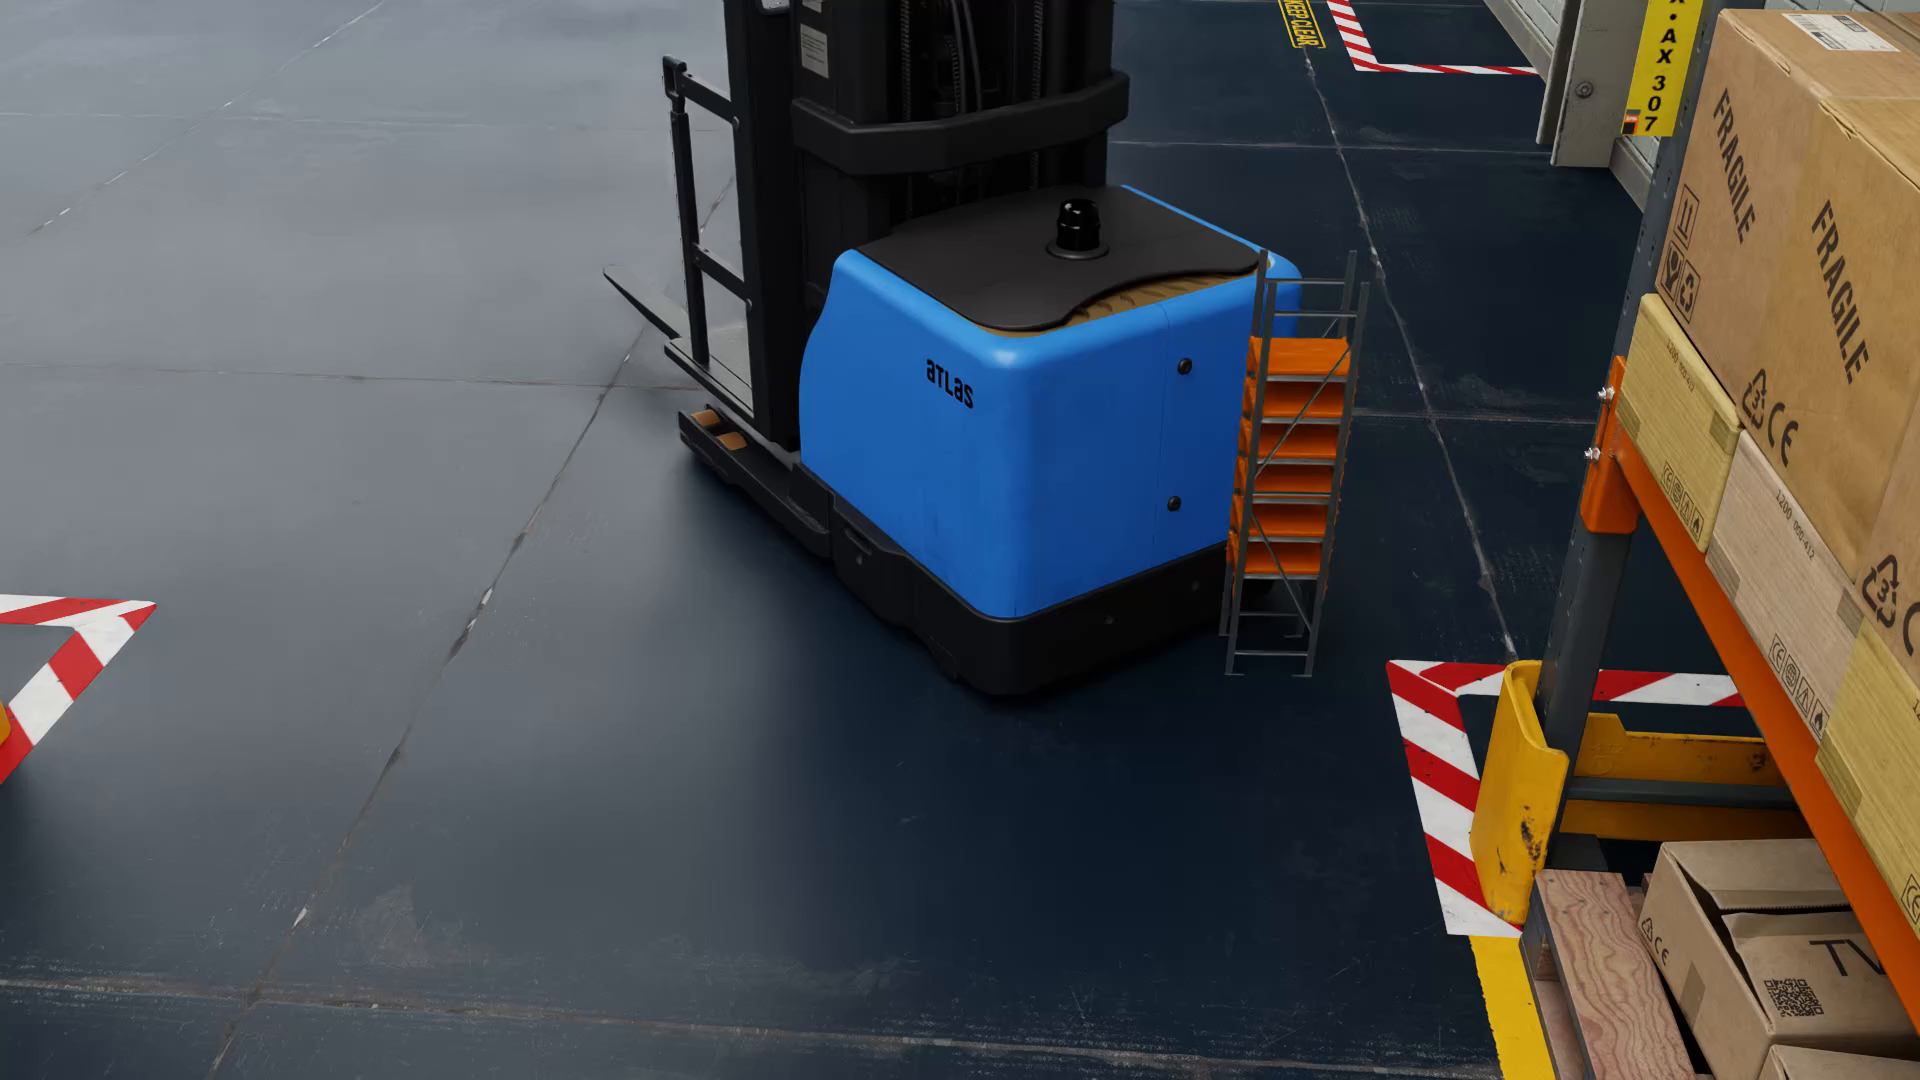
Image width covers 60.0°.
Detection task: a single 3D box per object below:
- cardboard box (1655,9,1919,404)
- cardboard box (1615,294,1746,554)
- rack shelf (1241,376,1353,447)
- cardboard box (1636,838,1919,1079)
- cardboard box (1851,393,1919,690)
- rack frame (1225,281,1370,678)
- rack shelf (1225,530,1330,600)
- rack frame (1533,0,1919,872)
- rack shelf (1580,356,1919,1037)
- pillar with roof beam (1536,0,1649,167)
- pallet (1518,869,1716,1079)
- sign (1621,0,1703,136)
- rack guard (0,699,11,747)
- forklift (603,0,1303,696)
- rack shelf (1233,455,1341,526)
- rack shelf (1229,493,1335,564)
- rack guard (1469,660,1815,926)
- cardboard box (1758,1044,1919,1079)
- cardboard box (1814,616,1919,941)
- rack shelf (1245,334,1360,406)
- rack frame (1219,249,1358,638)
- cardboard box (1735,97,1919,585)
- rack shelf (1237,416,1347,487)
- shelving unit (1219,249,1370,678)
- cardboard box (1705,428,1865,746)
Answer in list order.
[{"bbox_3d":[1.485,-0.528,2.657,0.500,0.500,0.500,2,32,4],"label":"cardboard box"},{"bbox_3d":[1.467,-0.204,2.846,0.500,0.250,0.500,2,32,3],"label":"cardboard box"},{"bbox_3d":[0.860,-0.330,4.263,0.258,0.103,0.180,1,34,2],"label":"rack shelf"},{"bbox_3d":[1.678,0.814,3.213,0.500,0.311,0.500,-1,32,-2],"label":"cardboard box"},{"bbox_3d":[1.387,0.000,1.800,0.500,0.500,0.500,1,32,2],"label":"cardboard box"},{"bbox_3d":[0.857,-0.117,4.297,0.240,1.200,0.006,1,34,2],"label":"rack frame"},{"bbox_3d":[0.861,0.068,4.531,0.258,0.103,0.180,1,34,2],"label":"rack shelf"},{"bbox_3d":[1.824,-0.501,3.204,1.000,3.000,0.127,2,32,4],"label":"rack frame"},{"bbox_3d":[1.661,0.851,1.695,1.077,0.370,4.000,2,32,4],"label":"rack shelf"},{"bbox_3d":[-1.173,-5.973,6.365,9.100,9.000,0.400,2,32,4],"label":"pillar with roof beam"},{"bbox_3d":[1.716,1.149,3.184,1.003,0.211,1.213,2,32,4],"label":"pallet"},{"bbox_3d":[1.283,-0.892,3.014,0.100,0.325,0.005,2,32,4],"label":"sign"},{"bbox_3d":[-3.112,0.341,4.220,1.175,0.500,0.348,2,32,4],"label":"rack guard"},{"bbox_3d":[-0.301,-1.564,4.994,1.130,2.935,3.031,-19,36,-28],"label":"forklift"},{"bbox_3d":[0.860,-0.131,4.397,0.258,0.103,0.180,1,34,2],"label":"rack shelf"},{"bbox_3d":[0.860,-0.032,4.464,0.258,0.103,0.180,1,34,2],"label":"rack shelf"},{"bbox_3d":[1.817,0.603,3.795,1.175,0.500,0.348,2,32,4],"label":"rack guard"},{"bbox_3d":[1.631,1.113,2.729,0.500,0.311,0.500,5,32,8],"label":"cardboard box"},{"bbox_3d":[1.392,0.334,1.972,0.500,0.250,0.500,2,32,3],"label":"cardboard box"},{"bbox_3d":[0.860,-0.430,4.196,0.258,0.103,0.180,1,34,2],"label":"rack shelf"},{"bbox_3d":[0.864,-0.219,4.448,0.240,1.200,0.006,1,34,2],"label":"rack frame"},{"bbox_3d":[1.435,-0.270,2.238,0.500,0.500,0.500,3,32,4],"label":"cardboard box"},{"bbox_3d":[0.860,-0.231,4.330,0.258,0.103,0.180,1,34,2],"label":"rack shelf"},{"bbox_3d":[0.860,-0.168,4.372,0.258,1.200,0.189,1,34,2],"label":"shelving unit"},{"bbox_3d":[1.439,0.068,2.404,0.500,0.250,0.500,2,32,2],"label":"cardboard box"}]
